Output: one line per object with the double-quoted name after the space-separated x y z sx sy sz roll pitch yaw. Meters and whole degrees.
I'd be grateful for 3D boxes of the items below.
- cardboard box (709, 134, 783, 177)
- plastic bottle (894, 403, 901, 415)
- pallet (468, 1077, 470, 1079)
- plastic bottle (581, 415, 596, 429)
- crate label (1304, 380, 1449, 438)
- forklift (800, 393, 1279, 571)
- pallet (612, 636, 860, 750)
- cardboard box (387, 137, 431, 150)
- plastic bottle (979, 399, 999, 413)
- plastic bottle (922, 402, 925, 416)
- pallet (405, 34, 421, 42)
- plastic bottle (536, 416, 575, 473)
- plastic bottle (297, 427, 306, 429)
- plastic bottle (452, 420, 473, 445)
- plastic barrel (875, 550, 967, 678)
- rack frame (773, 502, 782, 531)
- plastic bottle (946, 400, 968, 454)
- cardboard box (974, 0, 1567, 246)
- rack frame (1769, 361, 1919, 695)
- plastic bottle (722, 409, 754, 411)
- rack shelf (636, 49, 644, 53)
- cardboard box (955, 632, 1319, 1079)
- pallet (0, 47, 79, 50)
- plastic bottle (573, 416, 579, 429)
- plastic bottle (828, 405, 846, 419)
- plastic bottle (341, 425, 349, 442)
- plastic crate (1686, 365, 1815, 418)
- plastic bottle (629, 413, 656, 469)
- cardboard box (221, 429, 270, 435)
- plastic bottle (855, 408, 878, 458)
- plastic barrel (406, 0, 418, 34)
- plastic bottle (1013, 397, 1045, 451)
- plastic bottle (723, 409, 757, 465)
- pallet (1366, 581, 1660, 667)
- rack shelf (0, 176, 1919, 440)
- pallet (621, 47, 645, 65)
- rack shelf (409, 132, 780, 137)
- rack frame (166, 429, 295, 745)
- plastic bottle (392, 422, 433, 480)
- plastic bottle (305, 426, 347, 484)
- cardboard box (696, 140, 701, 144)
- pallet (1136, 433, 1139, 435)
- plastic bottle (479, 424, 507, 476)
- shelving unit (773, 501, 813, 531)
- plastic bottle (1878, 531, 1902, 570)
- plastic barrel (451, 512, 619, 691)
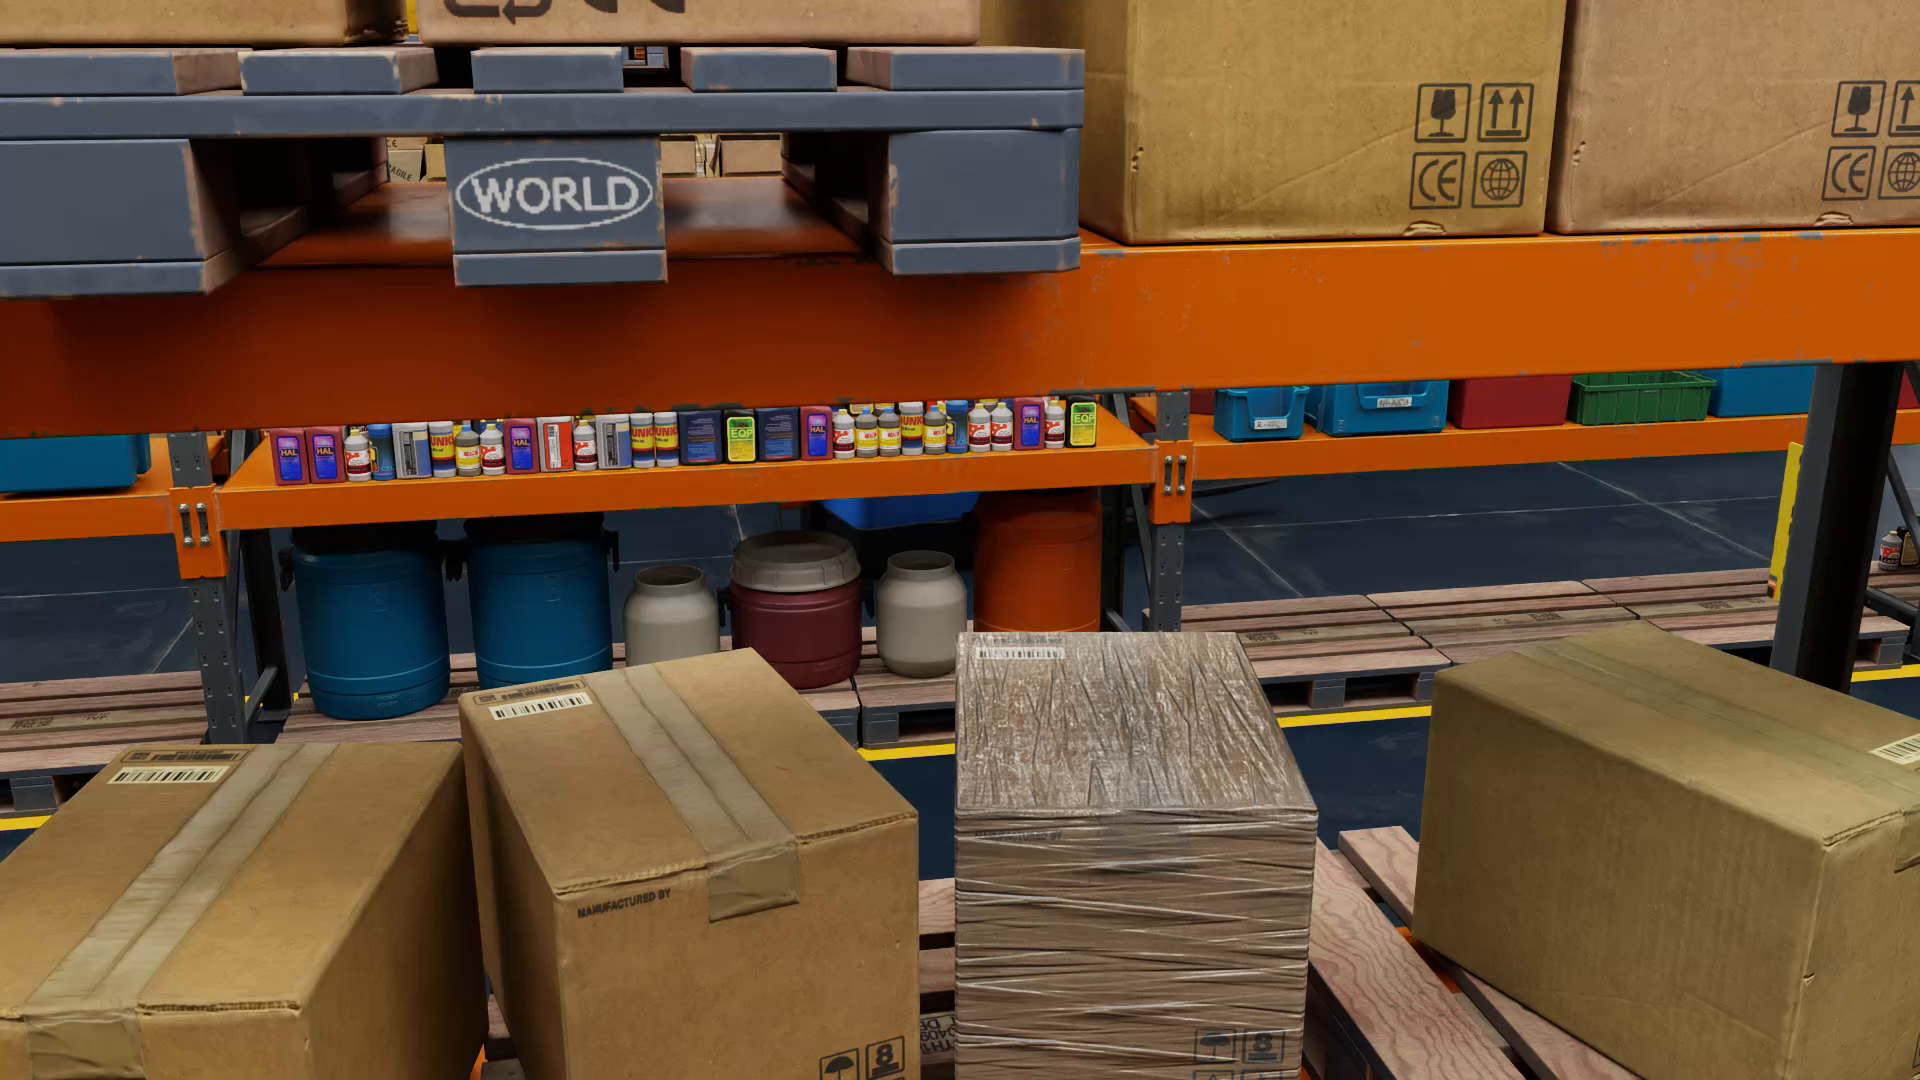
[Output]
-1.463 -2.624 11.869 0.637 0.503 0.797 -3 17 -9 "cardboard box"
-0.243 -0.734 7.792 0.133 0.283 0.061 -3 17 -10 "plastic bottle"
-1.349 0.989 2.310 1.213 0.211 1.003 -3 17 -10 "pallet"
-1.670 -0.608 7.522 0.097 0.201 0.097 0 17 0 "plastic bottle"
1.864 -0.735 7.536 0.616 0.435 0.502 -3 17 -10 "crate label"
0.569 -1.480 10.139 3.031 2.935 1.130 -8 19 -24 "forklift"
-1.124 0.715 7.624 1.213 0.211 1.003 -3 17 -10 "pallet"
-5.281 -3.945 15.668 0.500 0.500 0.500 -4 17 -12 "cardboard box"
0.137 -0.711 7.856 0.097 0.201 0.097 0 17 0 "plastic bottle"
-0.210 -0.707 7.722 0.097 0.271 0.097 0 17 0 "plastic bottle"
-2.339 -1.933 6.711 1.003 0.211 1.213 -3 17 -10 "pallet"
-1.654 -0.426 6.802 0.135 0.276 0.152 -3 17 -10 "plastic bottle"
-2.643 -0.423 6.664 0.185 0.351 0.144 -3 17 -10 "plastic bottle"
-2.222 -0.598 7.235 0.185 0.351 0.144 -3 17 -10 "plastic bottle"
-0.177 0.337 7.628 0.421 0.512 0.421 0 17 0 "plastic barrel"
-1.115 -0.479 9.831 0.006 1.200 0.240 -9 19 -14 "rack frame"
-0.013 -0.509 7.079 0.097 0.271 0.097 0 17 0 "plastic bottle"
0.340 -0.703 2.213 0.500 0.500 0.910 -3 17 -10 "cardboard box"
1.774 0.687 2.965 0.127 3.000 1.000 -3 17 -10 "rack frame"
-0.925 -0.476 6.950 0.133 0.283 0.061 -3 17 -10 "plastic bottle"
-3.946 -6.004 20.867 4.000 0.370 1.077 -3 17 -10 "rack shelf"
0.242 0.502 2.682 0.500 0.500 0.700 0 17 0 "cardboard box"
-1.500 -0.450 1.879 1.003 0.211 1.213 -3 17 -10 "pallet"
-1.736 -0.593 7.352 0.097 0.271 0.097 0 17 0 "plastic bottle"
-0.579 -0.704 7.713 0.097 0.271 0.097 0 17 0 "plastic bottle"
-2.764 -0.574 7.283 0.135 0.276 0.152 -3 17 -10 "plastic bottle"
3.741 -0.805 7.851 0.575 0.384 0.392 -3 17 -10 "plastic crate"
-1.307 -0.436 6.840 0.097 0.271 0.097 0 17 0 "plastic bottle"
-4.693 -1.117 11.744 0.875 0.875 0.875 -3 17 -10 "cardboard box"
-0.395 -0.454 7.019 0.097 0.201 0.097 0 17 0 "plastic bottle"
-2.232 -2.352 6.716 0.600 0.588 0.600 0 17 0 "plastic barrel"
0.295 -0.527 7.116 0.133 0.283 0.061 -3 17 -10 "plastic bottle"
-0.913 -0.458 6.893 0.133 0.283 0.061 -3 17 -10 "plastic bottle"
2.801 0.493 8.346 1.213 0.211 1.003 -3 17 -10 "pallet"
-0.190 -0.291 2.268 4.000 0.370 1.077 -3 17 -10 "rack shelf"
-1.822 -3.398 11.479 1.213 0.211 1.003 -2 17 -8 "pallet"
-1.126 -1.719 6.917 4.000 0.370 1.077 -3 17 -10 "rack shelf"
-3.090 -0.518 6.890 0.127 3.000 1.000 -3 17 -10 "rack frame"
-2.204 -0.395 6.700 0.135 0.276 0.152 -3 17 -10 "plastic bottle"
-2.518 -0.367 6.597 0.133 0.283 0.061 -3 17 -10 "plastic bottle"
-2.724 -3.926 16.683 0.250 0.149 0.380 -3 17 -9 "cardboard box"
0.665 -0.879 12.813 1.213 0.211 1.003 -3 17 -10 "pallet"
-1.894 -0.369 6.742 0.097 0.201 0.097 0 17 0 "plastic bottle"
-1.027 -0.493 9.853 0.189 1.200 0.258 -9 19 -14 "shelving unit"
5.062 0.054 9.045 0.097 0.201 0.097 0 17 0 "plastic bottle"
-1.857 0.219 7.347 0.708 0.901 0.600 -3 17 -10 "plastic barrel"
